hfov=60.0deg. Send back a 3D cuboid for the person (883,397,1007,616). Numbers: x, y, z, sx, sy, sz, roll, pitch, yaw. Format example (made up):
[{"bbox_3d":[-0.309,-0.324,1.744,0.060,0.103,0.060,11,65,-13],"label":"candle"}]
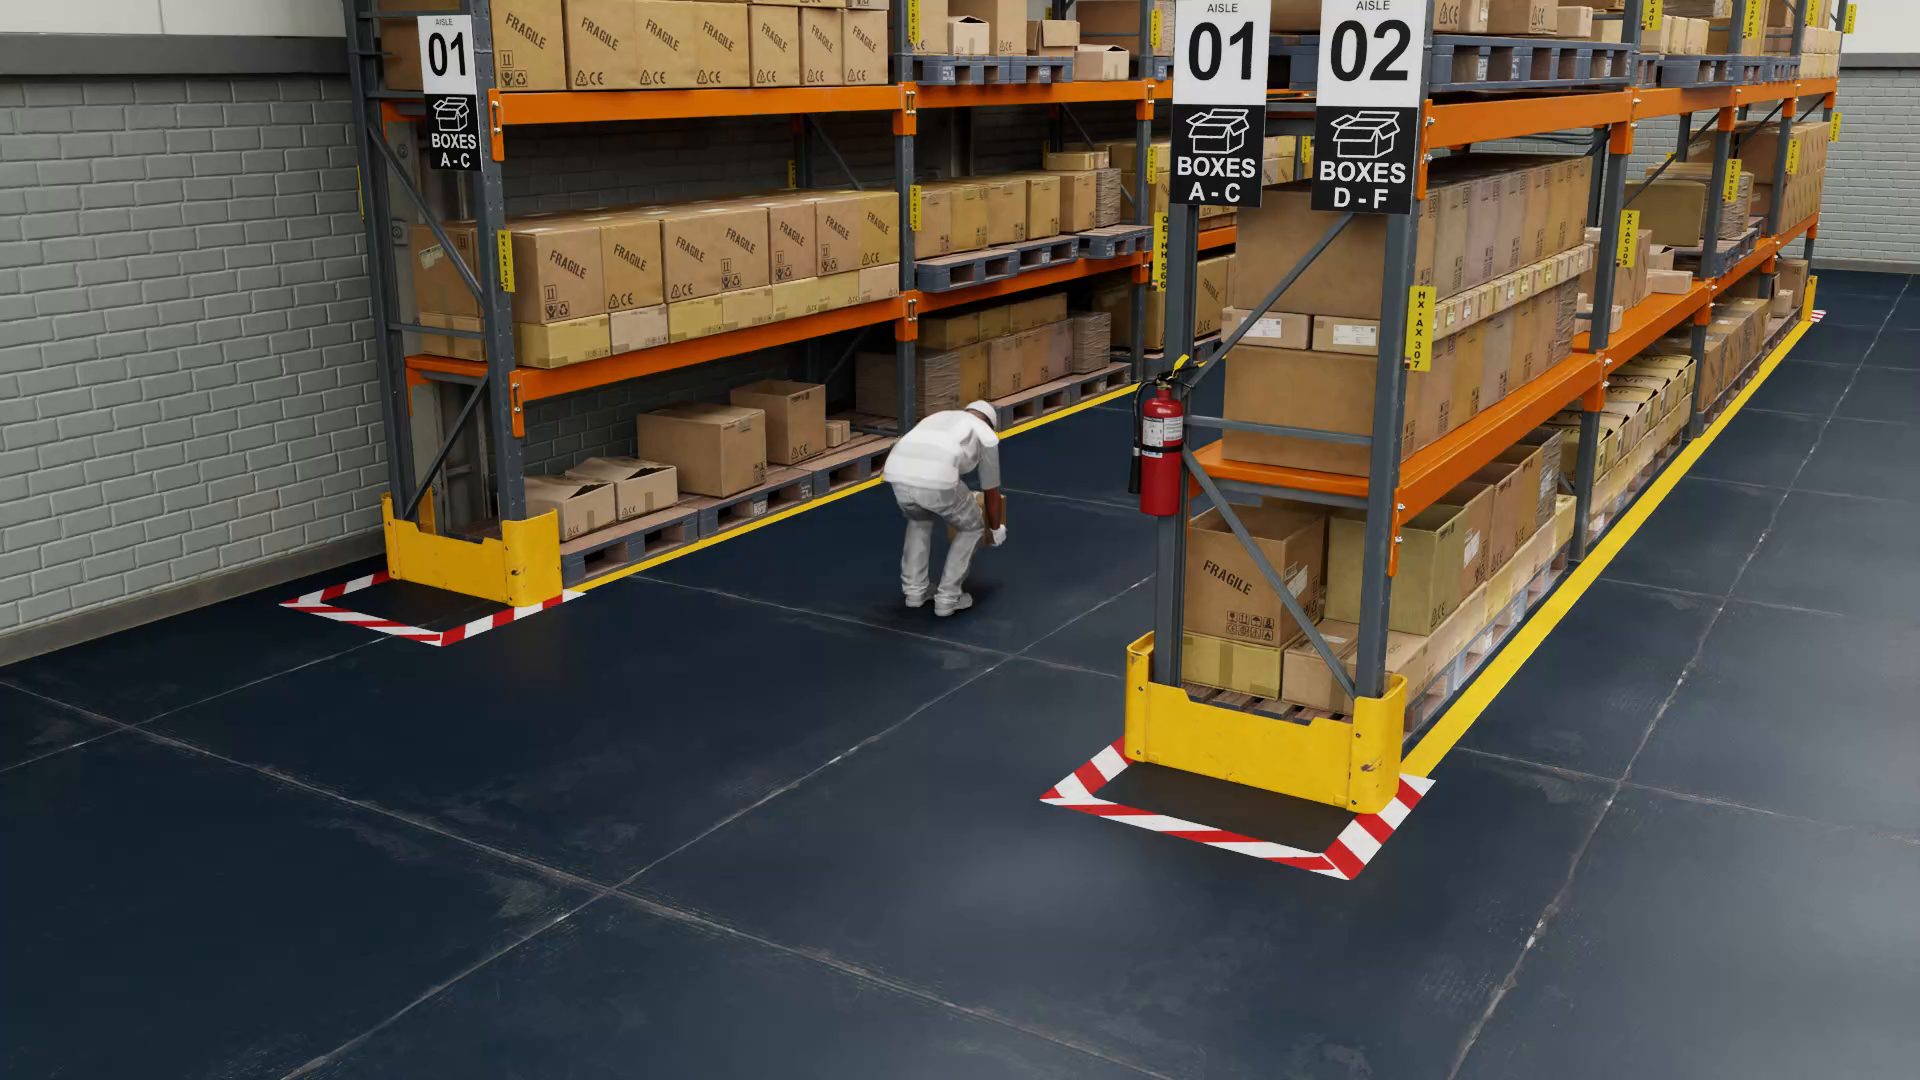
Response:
[{"bbox_3d":[-0.066,-0.202,9.429,0.529,1.103,0.976,9,18,28],"label":"person"}]
